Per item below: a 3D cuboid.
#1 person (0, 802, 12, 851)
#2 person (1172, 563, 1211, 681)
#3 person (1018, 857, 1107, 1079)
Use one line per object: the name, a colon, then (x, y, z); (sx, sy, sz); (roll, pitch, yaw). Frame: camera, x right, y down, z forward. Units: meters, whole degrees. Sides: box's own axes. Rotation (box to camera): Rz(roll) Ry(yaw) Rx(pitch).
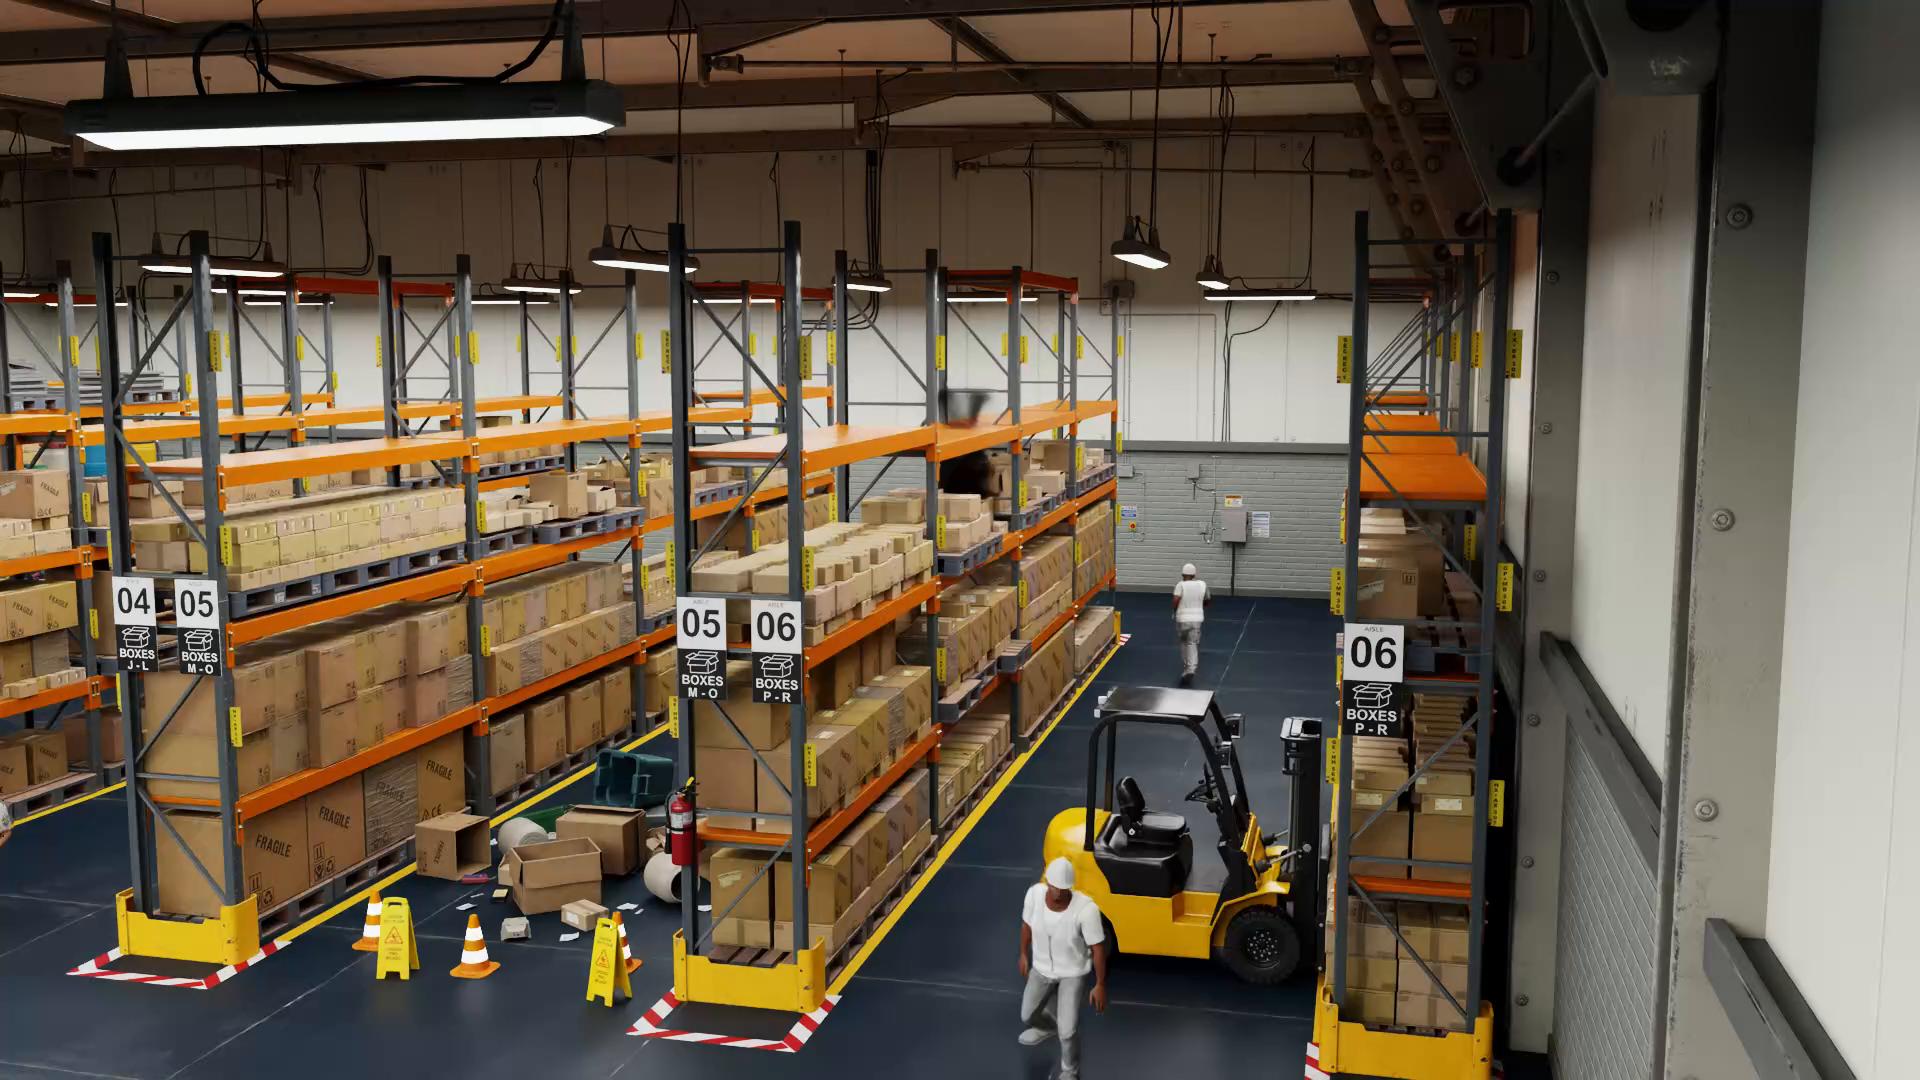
person: (-8.335, 2.720, 13.966); (0.644, 1.498, 0.891); (-7, 10, -44)
person: (3.492, 1.252, 24.954); (0.643, 1.761, 0.850); (-1, 7, -4)
person: (0.690, 2.935, 11.558); (0.862, 1.665, 0.792); (4, 8, 29)
